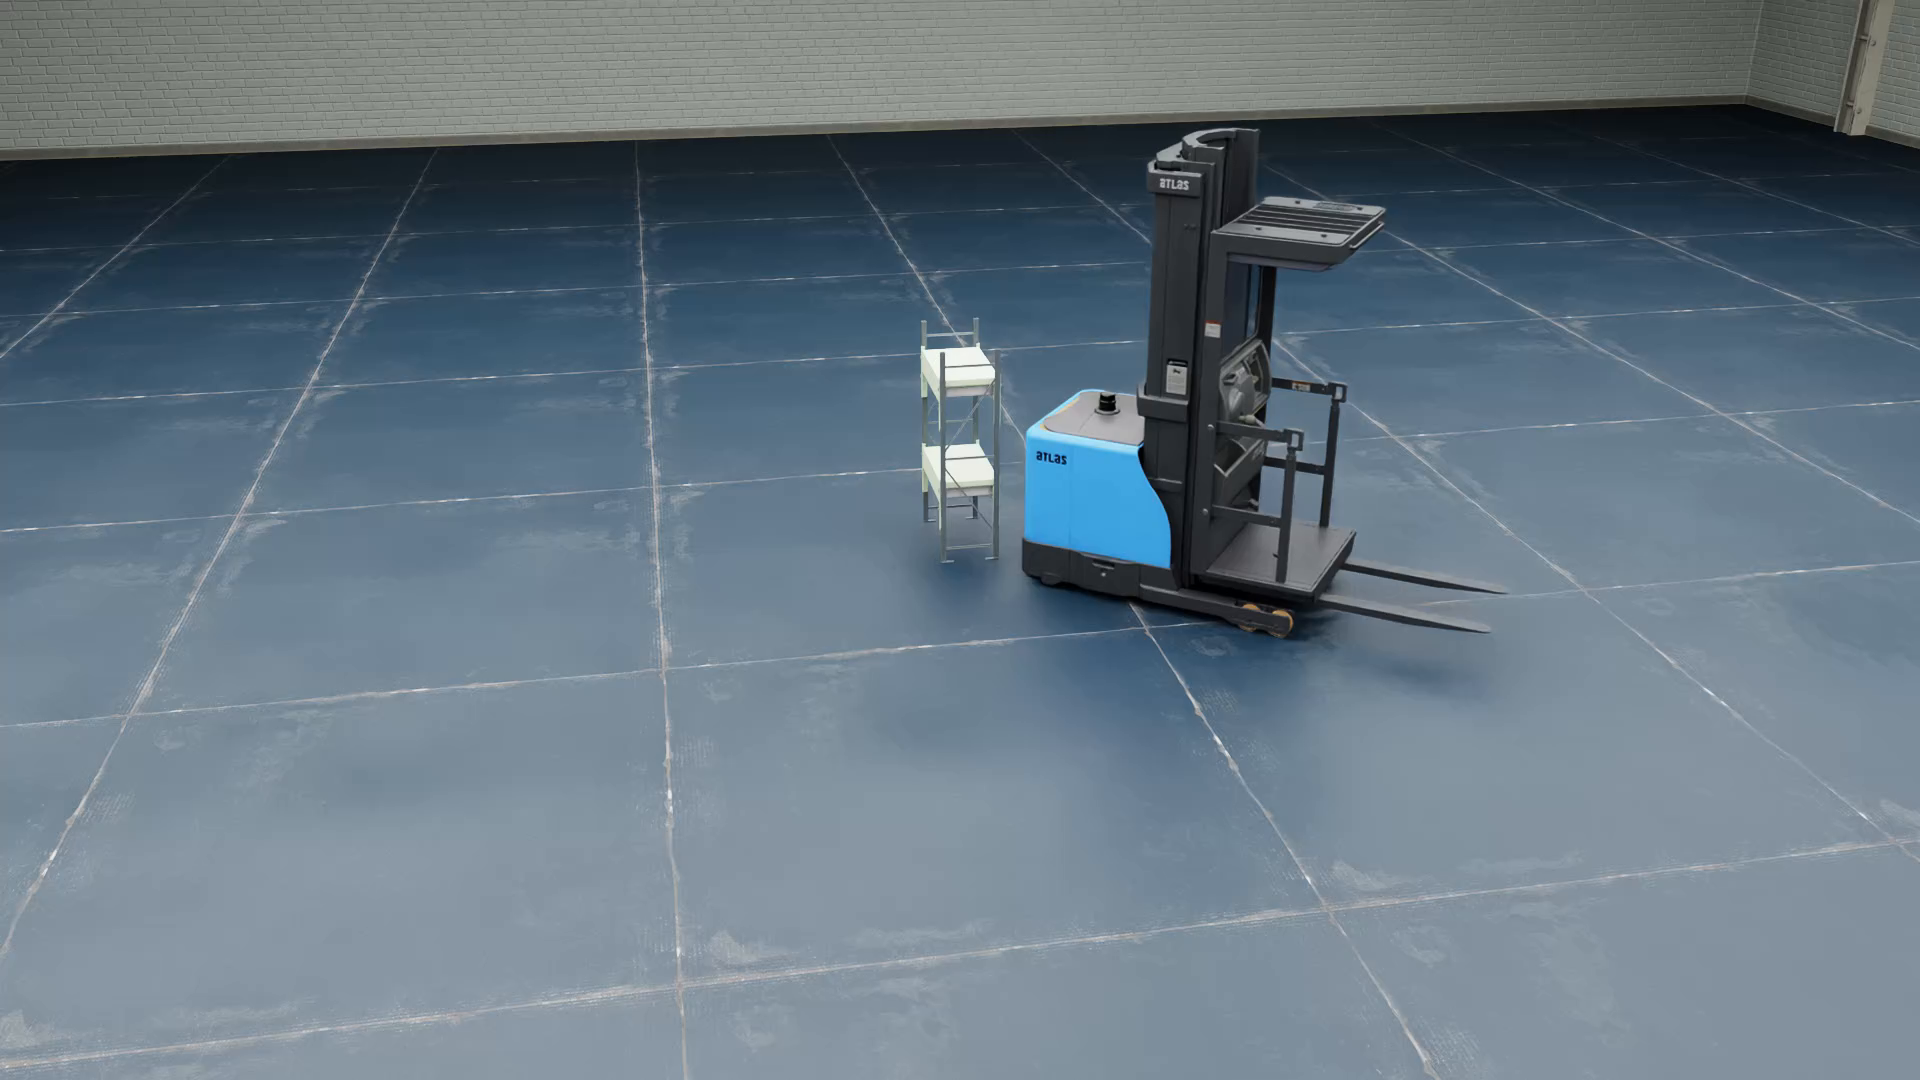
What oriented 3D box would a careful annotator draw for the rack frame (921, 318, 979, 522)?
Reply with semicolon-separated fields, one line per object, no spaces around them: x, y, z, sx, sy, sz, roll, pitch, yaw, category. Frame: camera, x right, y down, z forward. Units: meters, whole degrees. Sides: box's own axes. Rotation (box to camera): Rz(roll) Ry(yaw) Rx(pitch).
-0.069;-0.834;11.785;0.400;1.500;0.023;-4;24;-10;rack frame

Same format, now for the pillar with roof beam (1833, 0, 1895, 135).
10.072;-10.350;24.204;9.100;9.000;0.400;-4;24;-10;pillar with roof beam

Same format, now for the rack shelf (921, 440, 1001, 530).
-0.001;-0.391;11.586;0.431;0.370;0.720;-4;24;-10;rack shelf

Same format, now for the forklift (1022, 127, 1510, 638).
1.964;-0.979;10.330;3.031;2.935;1.130;11;26;24;forklift

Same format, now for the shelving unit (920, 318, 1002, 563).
-0.001;-0.690;11.456;0.431;1.500;0.755;-4;24;-10;shelving unit

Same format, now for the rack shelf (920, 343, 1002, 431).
-0.001;-1.048;11.300;0.431;0.370;0.720;-4;24;-10;rack shelf

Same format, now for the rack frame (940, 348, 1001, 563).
0.066;-0.546;11.126;0.400;1.500;0.023;-4;24;-10;rack frame
